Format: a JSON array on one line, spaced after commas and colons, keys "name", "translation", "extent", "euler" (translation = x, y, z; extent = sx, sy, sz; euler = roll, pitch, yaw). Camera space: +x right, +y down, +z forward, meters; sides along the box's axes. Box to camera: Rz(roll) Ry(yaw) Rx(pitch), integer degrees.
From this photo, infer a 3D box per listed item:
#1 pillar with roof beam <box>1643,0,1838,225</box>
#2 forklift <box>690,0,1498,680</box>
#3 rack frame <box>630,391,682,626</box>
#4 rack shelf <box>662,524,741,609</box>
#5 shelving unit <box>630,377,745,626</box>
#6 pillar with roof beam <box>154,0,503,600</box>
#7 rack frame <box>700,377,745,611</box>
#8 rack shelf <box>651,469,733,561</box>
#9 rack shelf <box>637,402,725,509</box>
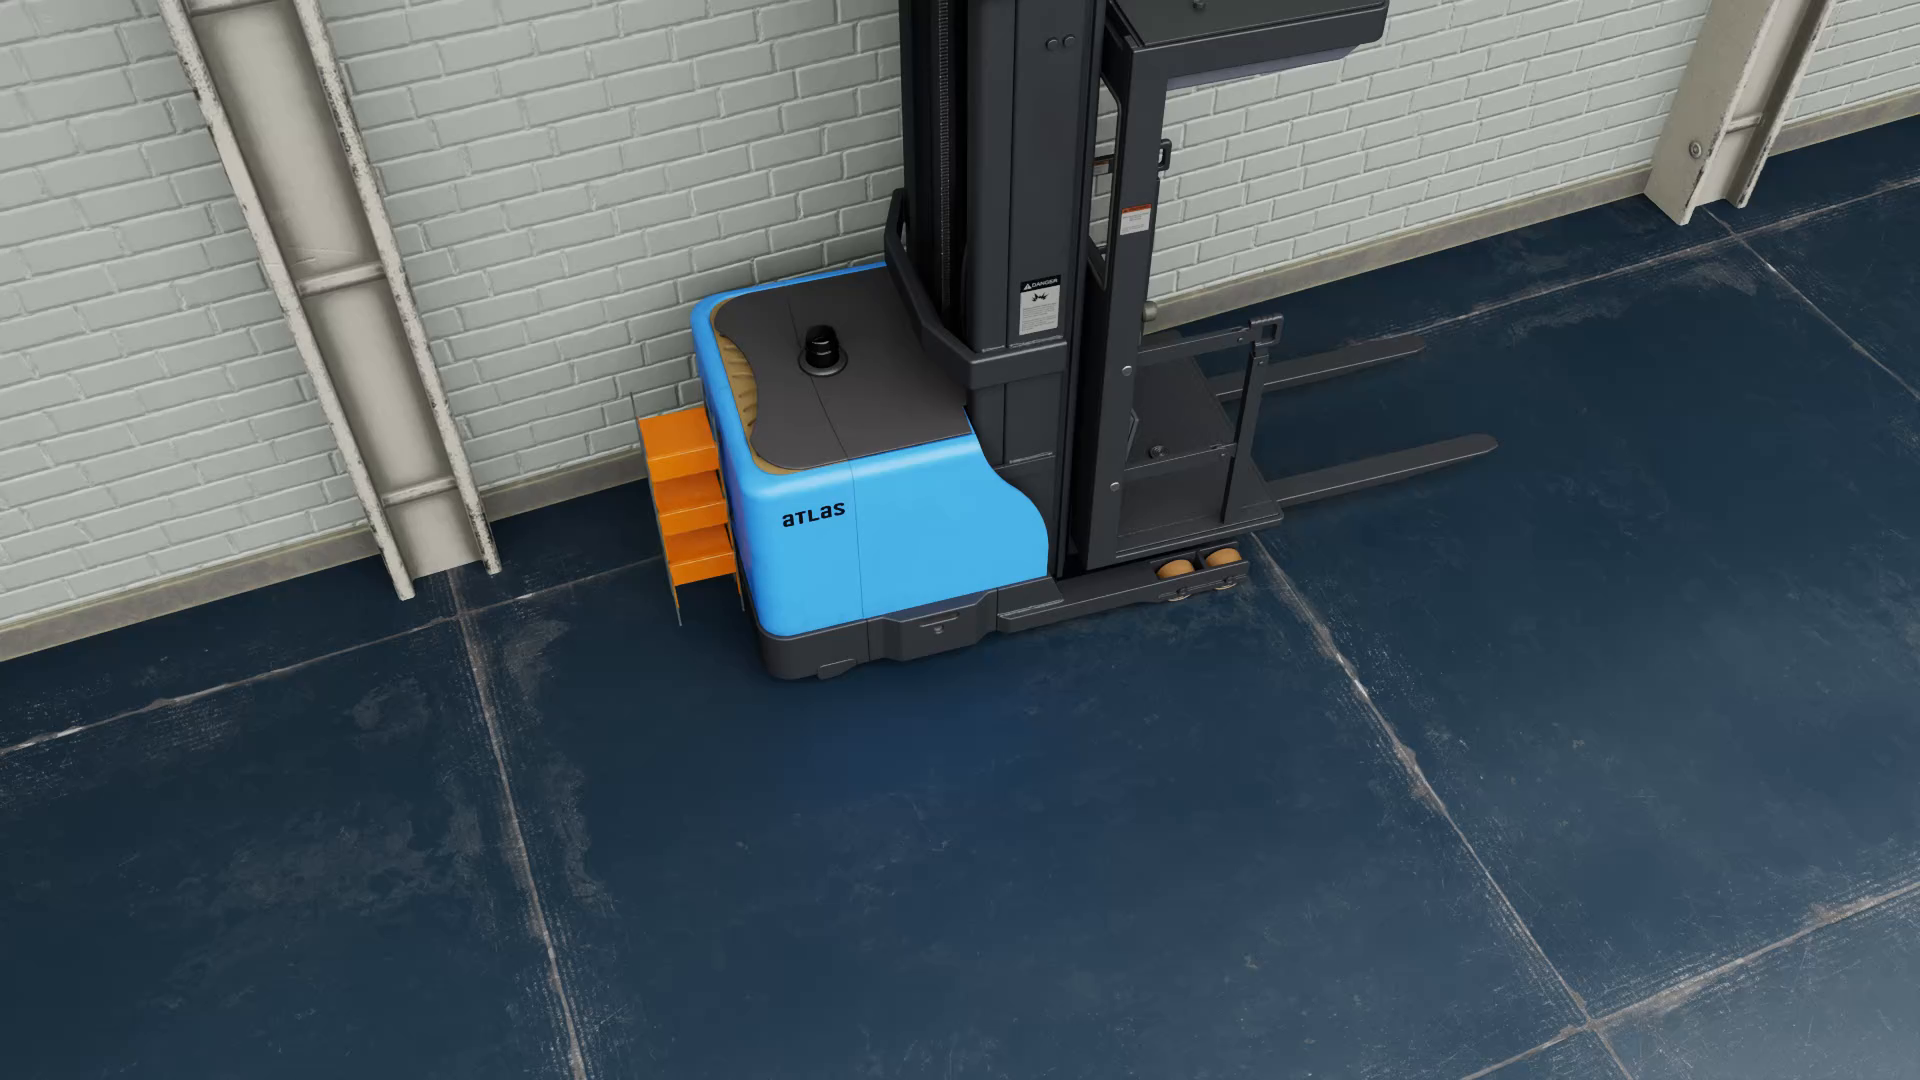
[{"name": "pillar with roof beam", "translation": [5.157, -1.561, 1.999], "extent": [0.400, 9.000, 9.100], "euler": [-17, 52, -14]}, {"name": "forklift", "translation": [0.601, -1.094, 5.598], "extent": [3.031, 2.935, 1.130], "euler": [-13, 51, -11]}, {"name": "rack frame", "translation": [-1.088, -0.089, 5.975], "extent": [0.008, 1.050, 0.200], "euler": [-13, 51, -11]}, {"name": "rack shelf", "translation": [-0.972, 0.072, 6.217], "extent": [0.240, 0.259, 0.215], "euler": [-13, 51, -11]}, {"name": "shelving unit", "translation": [-0.972, -0.116, 5.998], "extent": [0.252, 1.050, 0.215], "euler": [-13, 51, -11]}, {"name": "pillar with roof beam", "translation": [-0.398, 0.160, 0.521], "extent": [0.400, 9.000, 9.100], "euler": [-17, 52, -14]}, {"name": "rack frame", "translation": [-0.855, -0.143, 6.021], "extent": [0.008, 1.050, 0.200], "euler": [-13, 51, -11]}, {"name": "rack shelf", "translation": [-0.972, -0.109, 6.006], "extent": [0.240, 0.259, 0.215], "euler": [-13, 51, -11]}, {"name": "rack shelf", "translation": [-0.972, -0.294, 5.791], "extent": [0.240, 0.259, 0.215], "euler": [-13, 51, -11]}]
